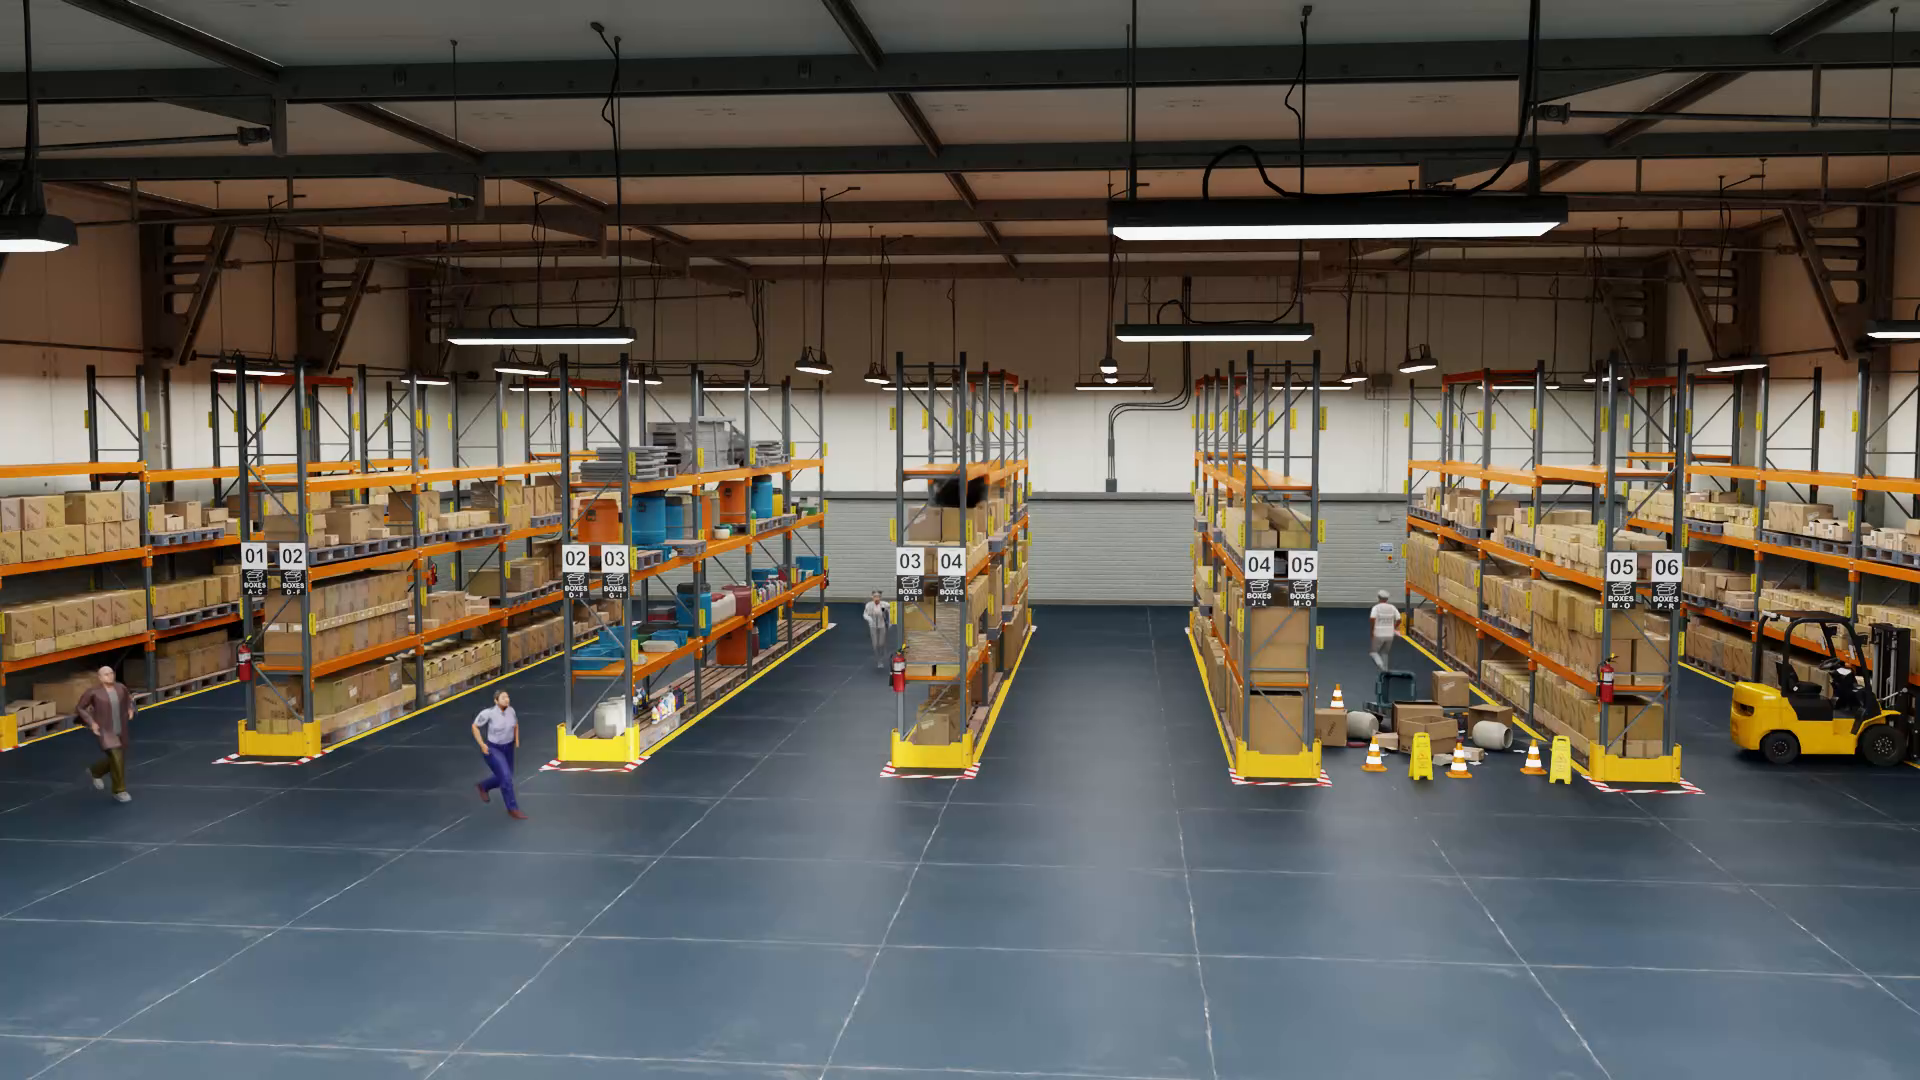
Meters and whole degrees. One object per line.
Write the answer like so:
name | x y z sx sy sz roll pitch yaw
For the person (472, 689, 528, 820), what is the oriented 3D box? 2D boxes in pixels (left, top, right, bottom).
person | -5.868 2.714 21.128 0.889 1.620 0.630 3 5 34

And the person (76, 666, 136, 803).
person | -11.308 2.557 22.095 0.907 1.781 0.701 2 5 30

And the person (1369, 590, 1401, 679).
person | 8.215 1.842 32.261 0.667 1.746 0.600 -1 4 -7

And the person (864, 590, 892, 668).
person | -1.661 1.804 33.897 0.603 1.616 0.653 0 4 6
